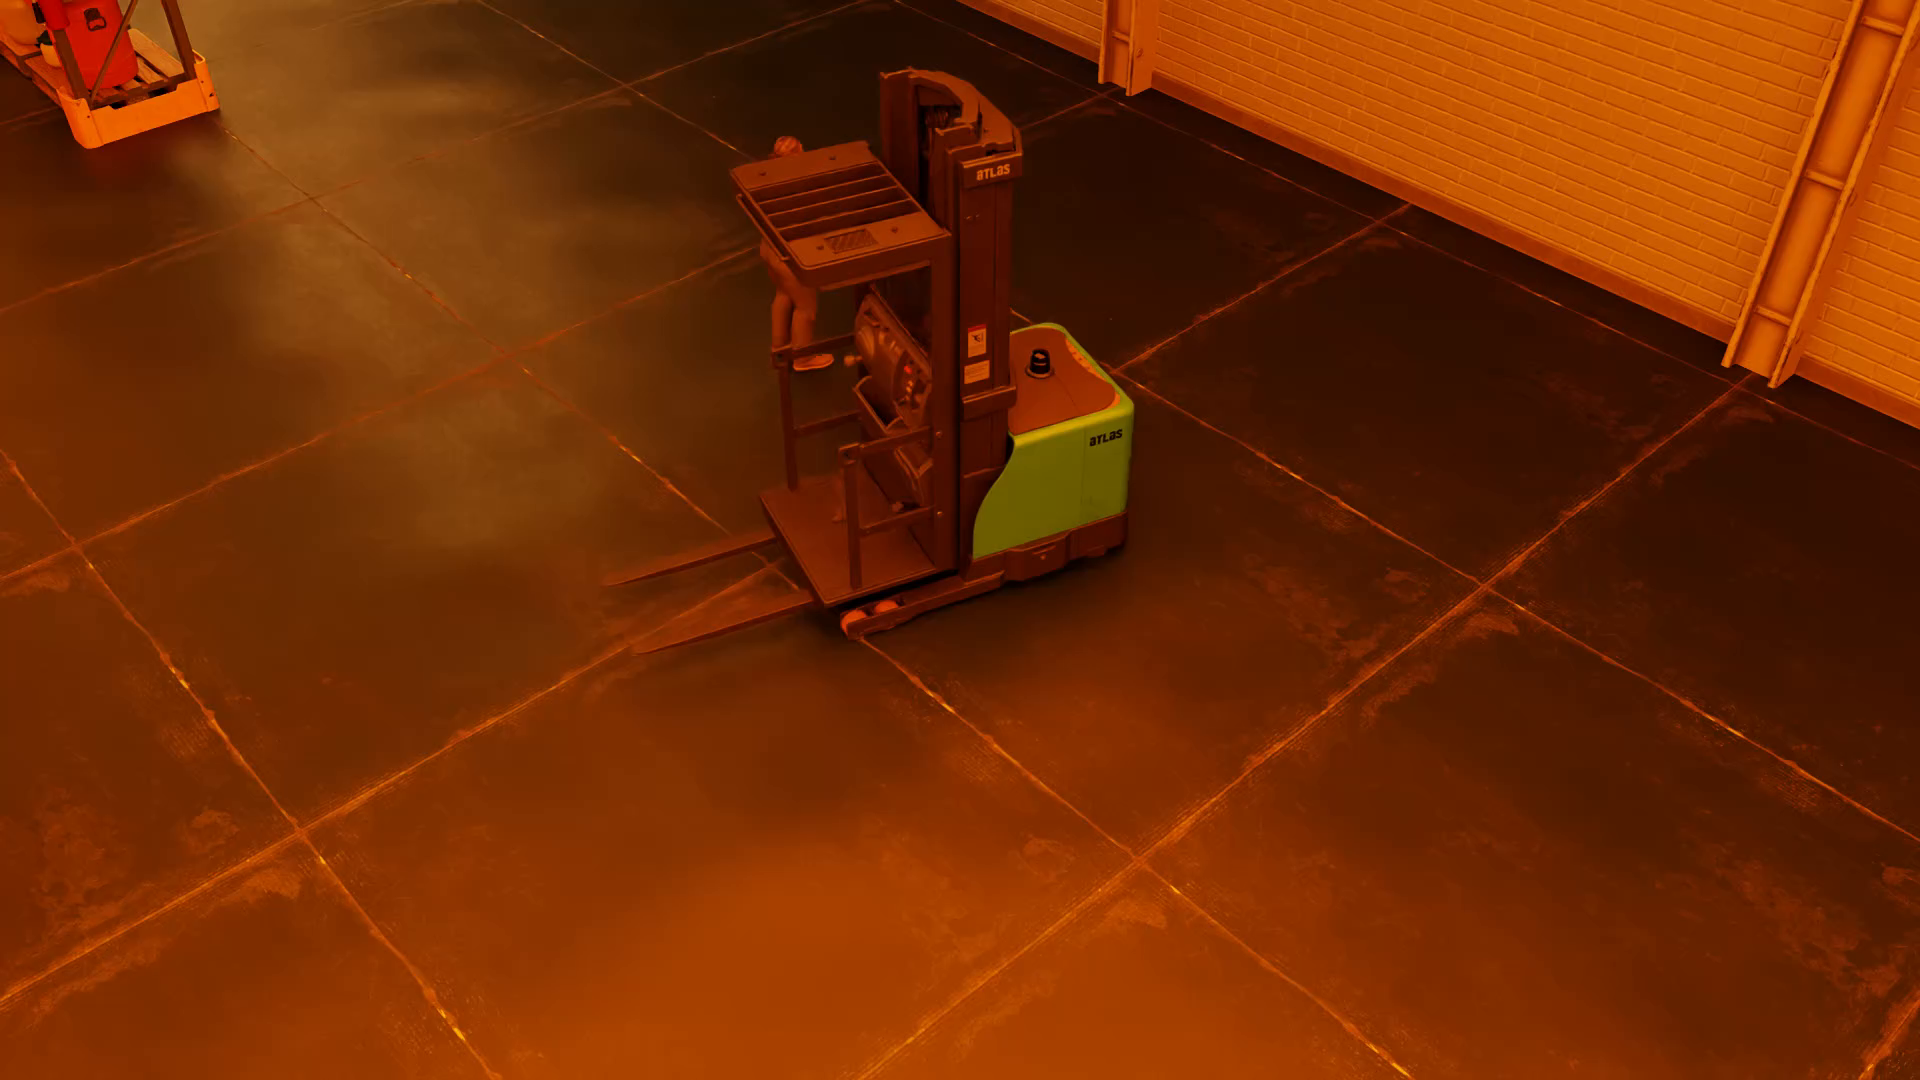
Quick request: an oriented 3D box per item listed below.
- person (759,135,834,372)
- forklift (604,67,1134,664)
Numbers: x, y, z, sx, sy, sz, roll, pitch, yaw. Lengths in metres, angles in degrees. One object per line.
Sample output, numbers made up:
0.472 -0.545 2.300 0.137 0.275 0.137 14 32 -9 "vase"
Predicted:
-1.138 -1.919 11.112 0.361 1.653 0.517 -23 46 -24 "person"
-0.539 -0.922 8.977 3.031 2.935 1.130 -19 44 -21 "forklift"
